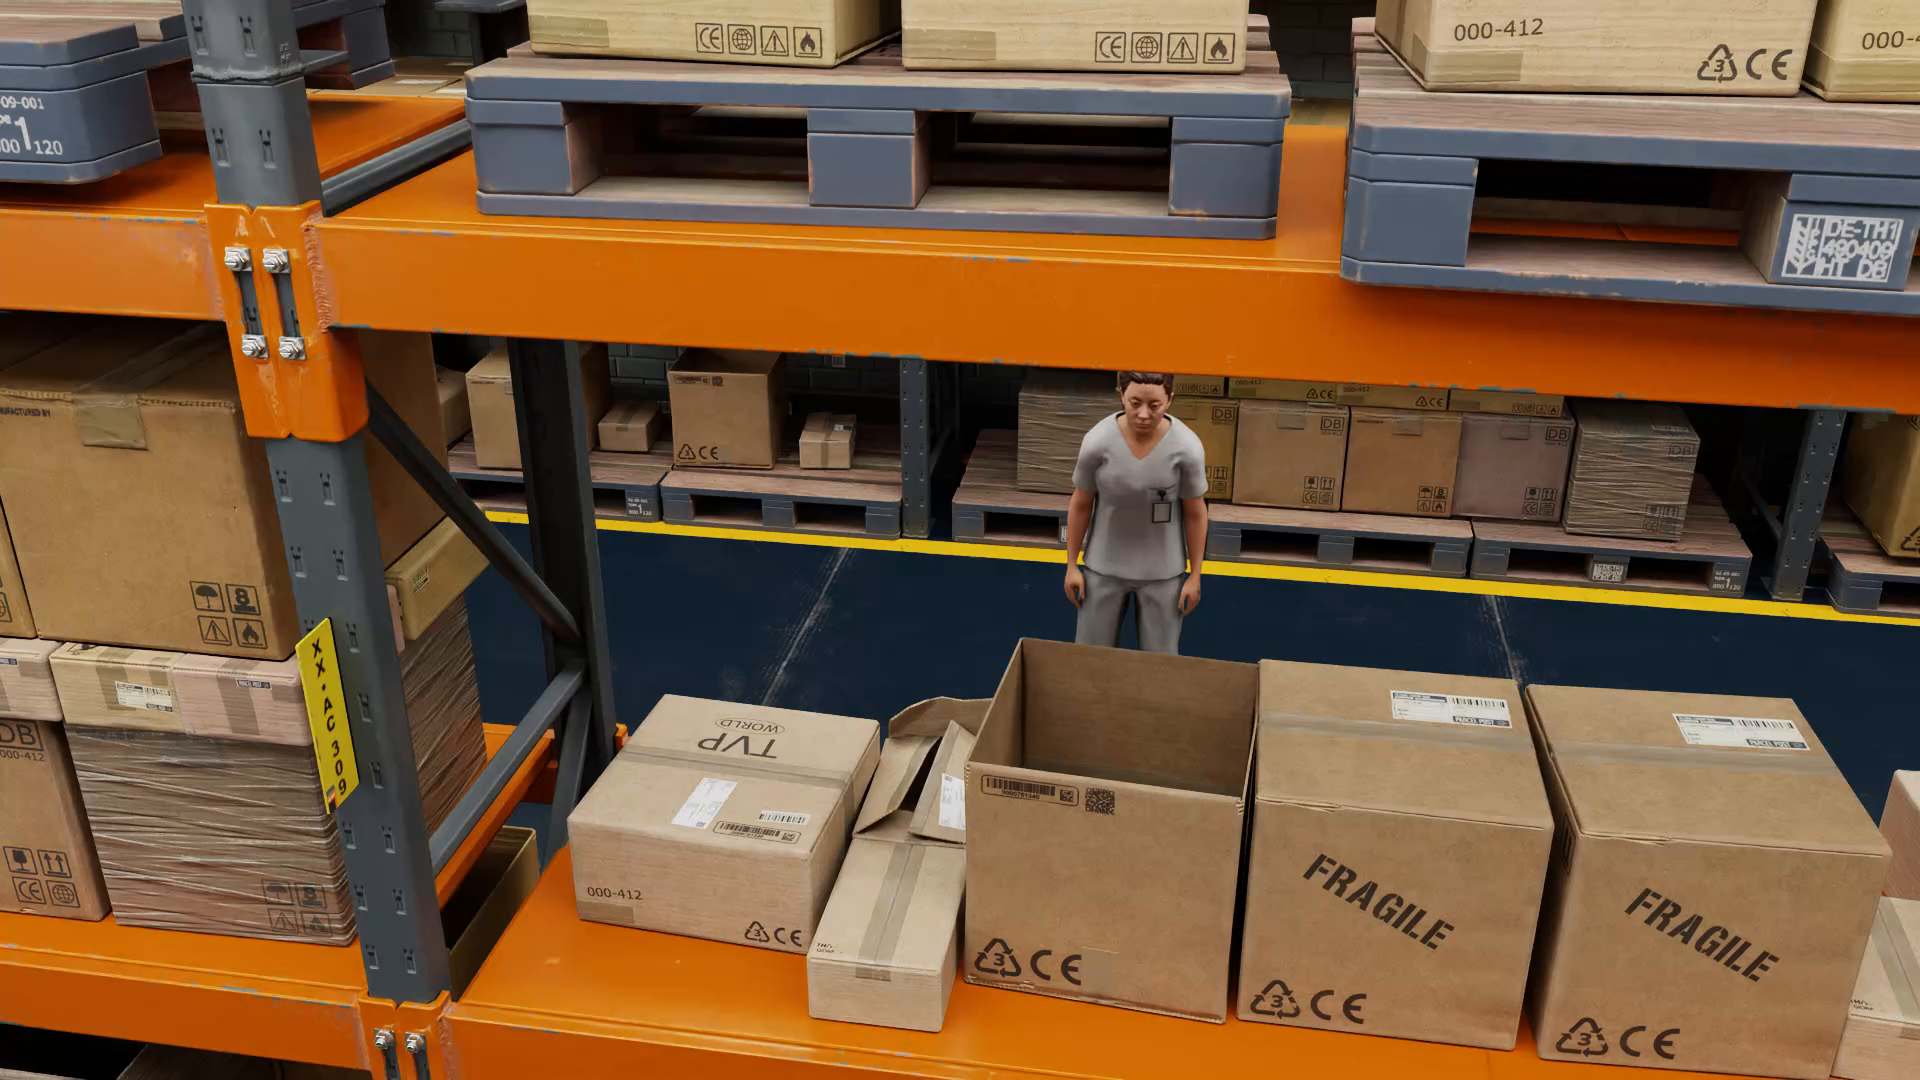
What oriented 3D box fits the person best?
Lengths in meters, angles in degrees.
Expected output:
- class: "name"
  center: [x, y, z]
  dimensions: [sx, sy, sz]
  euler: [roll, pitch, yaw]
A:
- class: "person"
  center: [0.610, 0.125, 5.839]
  dimensions: [0.486, 1.673, 0.357]
  euler: [4, 25, 9]
